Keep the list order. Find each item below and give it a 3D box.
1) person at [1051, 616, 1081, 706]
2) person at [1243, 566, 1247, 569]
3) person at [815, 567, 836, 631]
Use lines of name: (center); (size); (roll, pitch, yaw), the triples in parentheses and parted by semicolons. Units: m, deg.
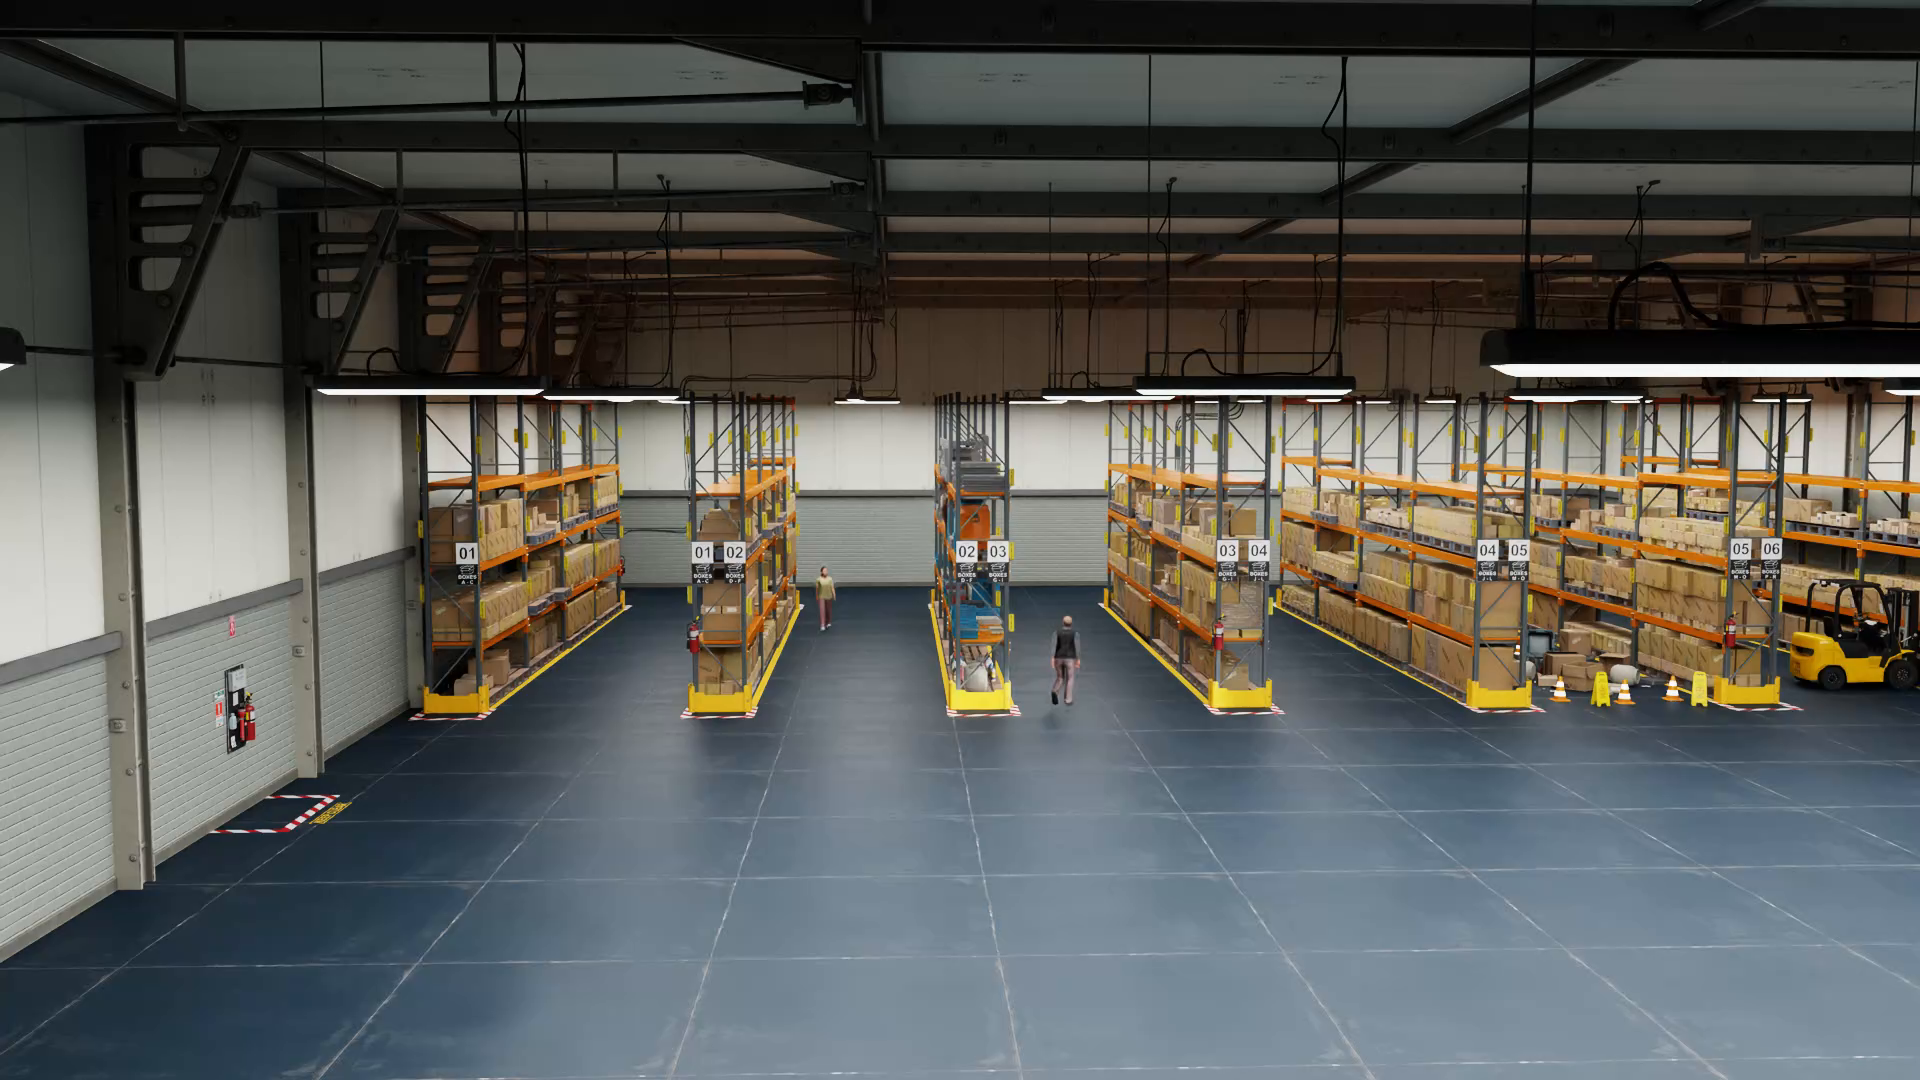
person: (2.014, 2.311, 31.769); (0.526, 1.713, 0.499); (3, 5, 30)
person: (7.854, 1.060, 47.711); (0.629, 1.714, 0.900); (3, 5, 33)
person: (-3.452, 1.491, 42.666); (0.532, 1.622, 1.012); (0, 5, -5)
